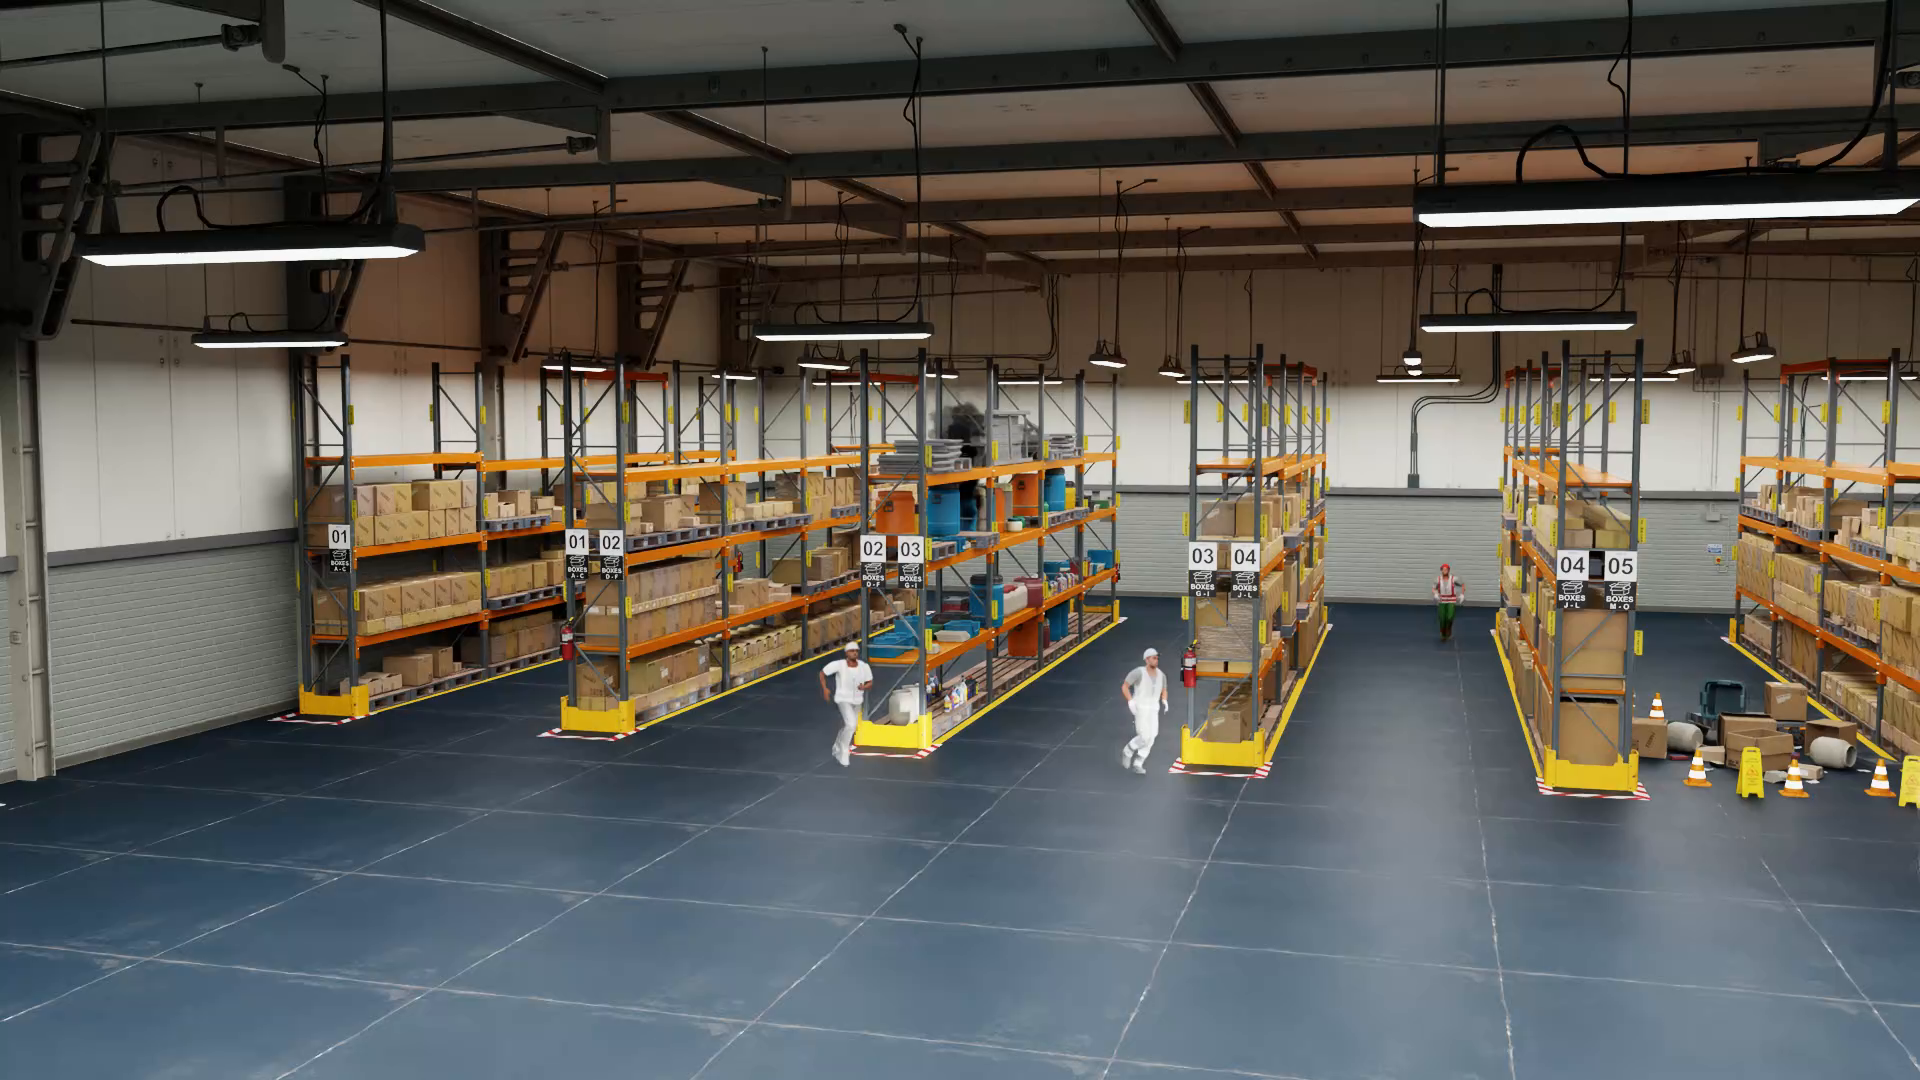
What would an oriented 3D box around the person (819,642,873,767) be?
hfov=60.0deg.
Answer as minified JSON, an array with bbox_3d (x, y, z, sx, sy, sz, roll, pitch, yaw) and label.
[{"bbox_3d":[-1.592,2.334,23.869,0.690,1.761,0.717,-3,5,-35],"label":"person"}]

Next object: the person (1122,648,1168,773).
[{"bbox_3d":[2.643,2.386,23.325,0.660,1.735,0.574,-2,5,-28],"label":"person"}]

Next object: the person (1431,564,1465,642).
[{"bbox_3d":[10.708,1.390,36.558,0.695,1.736,0.696,2,5,26],"label":"person"}]
